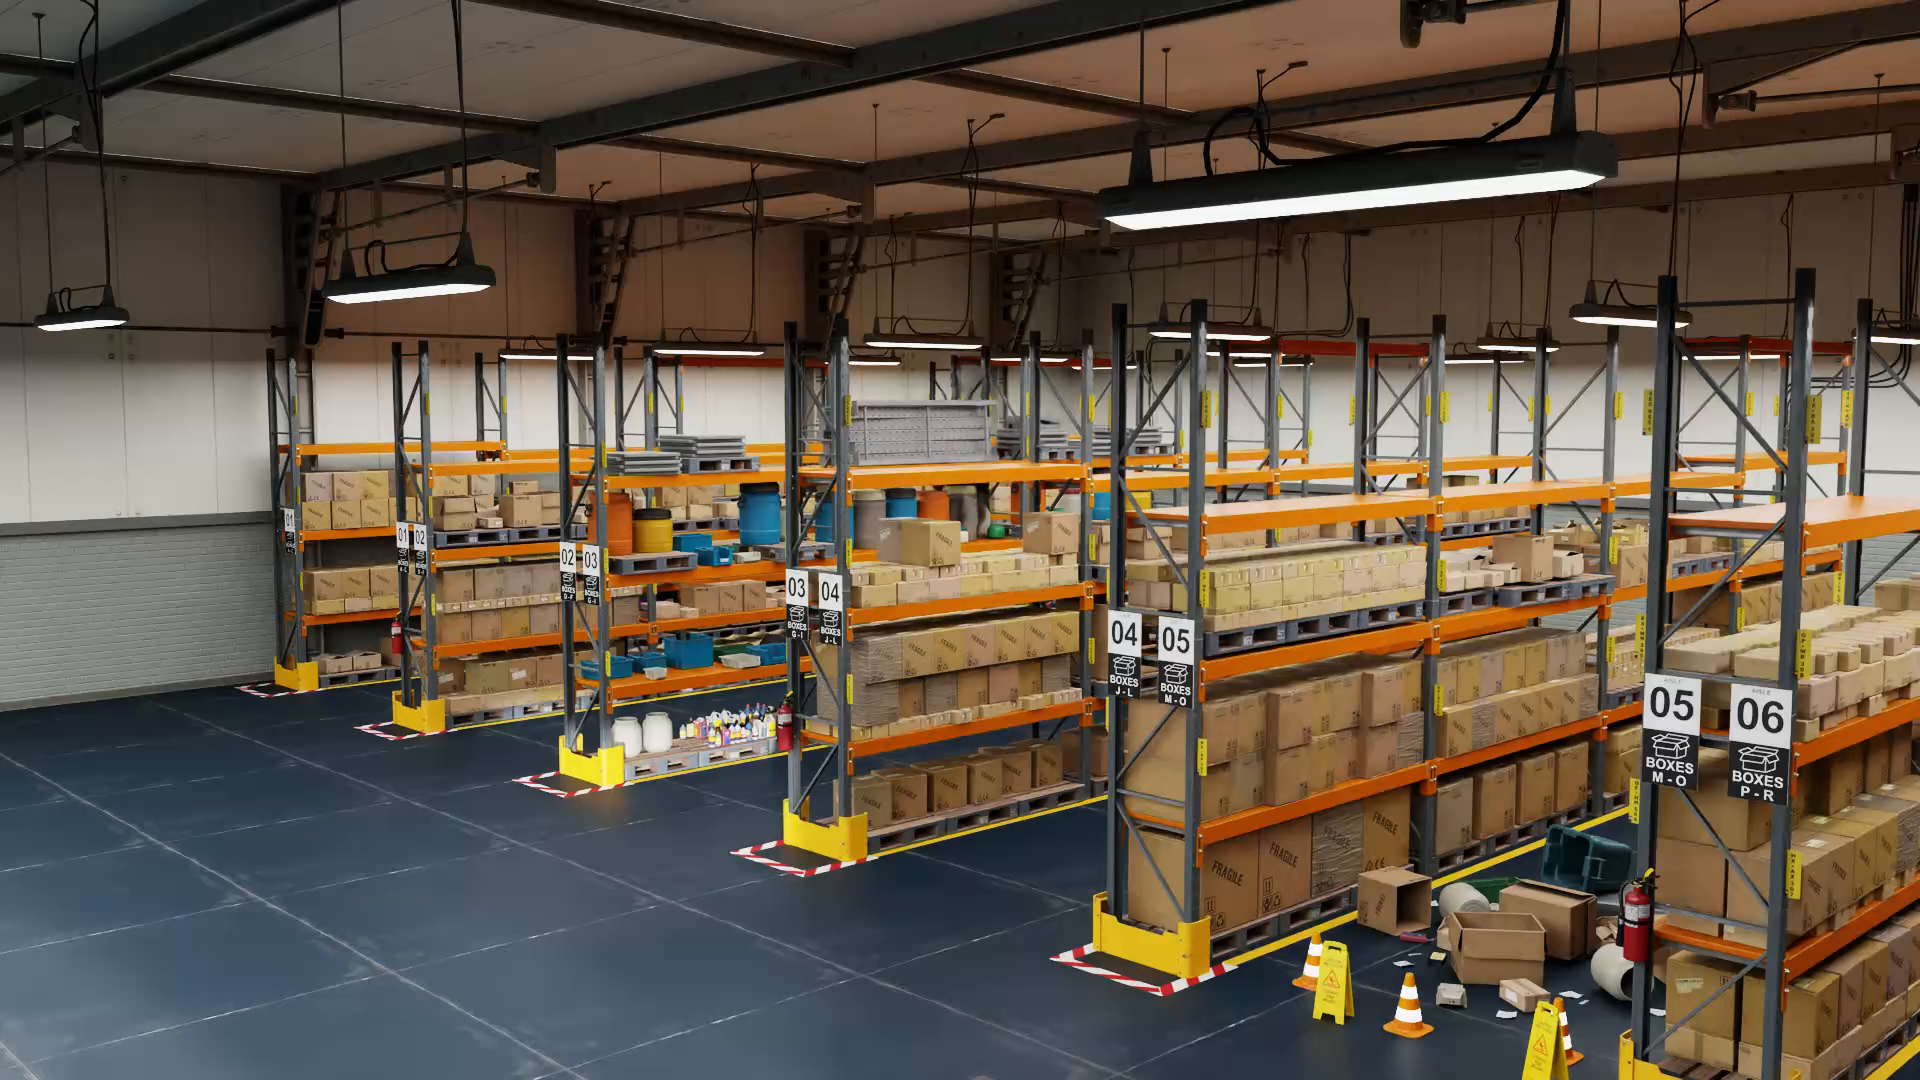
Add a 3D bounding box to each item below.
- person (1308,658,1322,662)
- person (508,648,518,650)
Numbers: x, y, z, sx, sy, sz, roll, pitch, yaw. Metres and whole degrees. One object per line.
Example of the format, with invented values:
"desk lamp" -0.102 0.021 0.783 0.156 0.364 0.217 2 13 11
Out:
"person" 4.883 2.315 22.630 0.669 1.794 0.991 5 7 43
"person" -7.777 1.760 29.052 0.712 1.745 0.897 4 6 37
